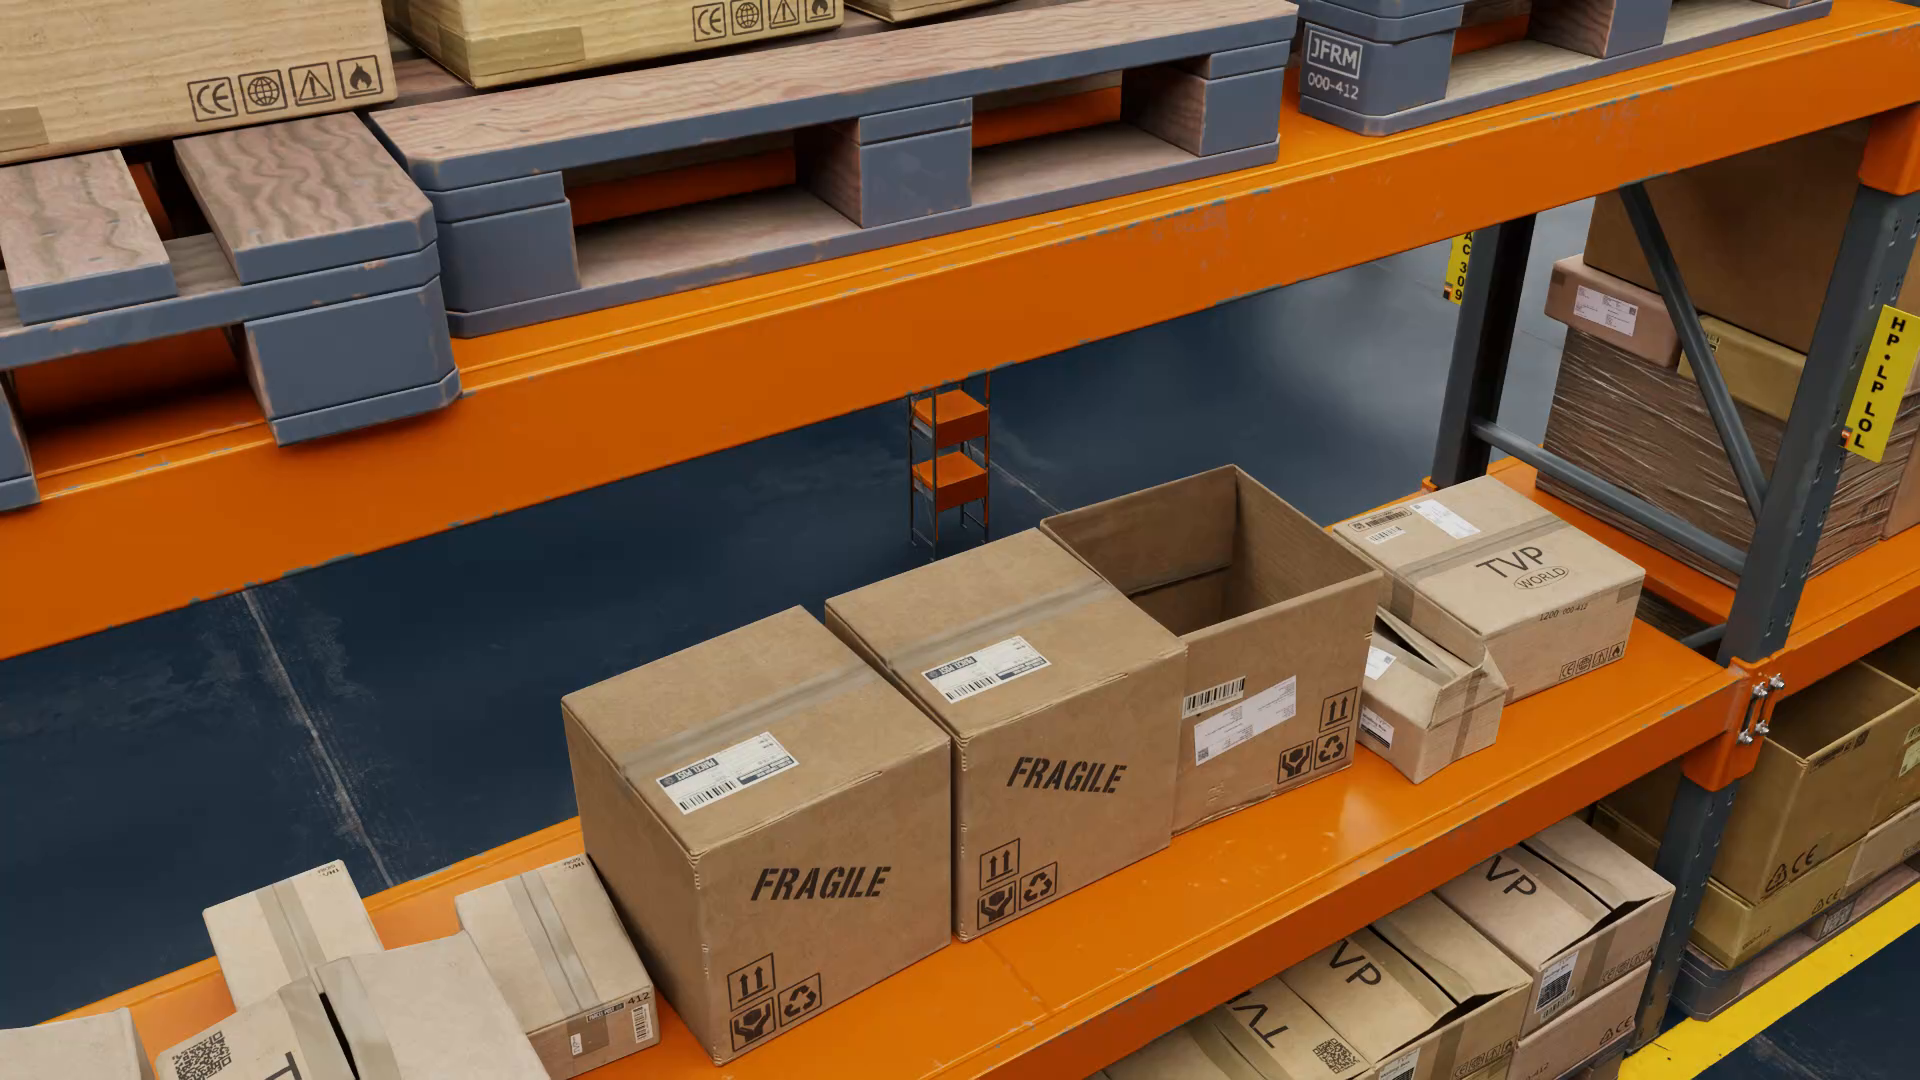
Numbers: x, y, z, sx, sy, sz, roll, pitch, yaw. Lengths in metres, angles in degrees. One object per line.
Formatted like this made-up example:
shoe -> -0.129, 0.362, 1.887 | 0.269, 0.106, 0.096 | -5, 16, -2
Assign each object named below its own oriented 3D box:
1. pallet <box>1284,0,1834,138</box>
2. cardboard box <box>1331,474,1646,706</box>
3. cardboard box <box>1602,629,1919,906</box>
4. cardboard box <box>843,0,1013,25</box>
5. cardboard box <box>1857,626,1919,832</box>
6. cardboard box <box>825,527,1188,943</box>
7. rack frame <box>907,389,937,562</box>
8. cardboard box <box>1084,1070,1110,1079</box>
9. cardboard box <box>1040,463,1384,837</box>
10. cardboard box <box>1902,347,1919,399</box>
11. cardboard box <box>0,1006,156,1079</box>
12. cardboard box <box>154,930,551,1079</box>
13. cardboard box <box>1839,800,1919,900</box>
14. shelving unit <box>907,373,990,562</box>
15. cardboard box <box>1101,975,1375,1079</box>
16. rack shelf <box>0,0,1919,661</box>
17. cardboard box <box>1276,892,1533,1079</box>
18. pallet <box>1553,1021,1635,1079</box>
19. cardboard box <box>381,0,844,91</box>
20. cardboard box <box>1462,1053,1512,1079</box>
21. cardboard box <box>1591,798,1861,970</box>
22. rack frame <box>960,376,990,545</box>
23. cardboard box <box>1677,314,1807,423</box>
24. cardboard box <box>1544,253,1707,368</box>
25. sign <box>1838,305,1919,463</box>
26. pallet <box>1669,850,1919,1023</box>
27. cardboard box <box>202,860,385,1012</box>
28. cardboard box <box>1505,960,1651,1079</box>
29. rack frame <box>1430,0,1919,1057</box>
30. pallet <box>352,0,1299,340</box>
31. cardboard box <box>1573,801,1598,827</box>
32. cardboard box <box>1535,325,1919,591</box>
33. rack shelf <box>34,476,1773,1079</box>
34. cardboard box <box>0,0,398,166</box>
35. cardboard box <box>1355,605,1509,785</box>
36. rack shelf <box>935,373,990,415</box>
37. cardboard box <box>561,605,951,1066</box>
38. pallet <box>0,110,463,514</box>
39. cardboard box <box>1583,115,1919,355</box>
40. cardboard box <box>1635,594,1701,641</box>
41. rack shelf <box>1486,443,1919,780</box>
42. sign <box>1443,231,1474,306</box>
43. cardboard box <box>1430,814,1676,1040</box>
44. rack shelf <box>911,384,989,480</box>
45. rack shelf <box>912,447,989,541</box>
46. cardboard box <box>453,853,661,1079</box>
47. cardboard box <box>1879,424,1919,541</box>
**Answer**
pallet -> 0.865, -1.032, 2.943 | 1.217, 0.209, 0.805 | -21, 38, -29
cardboard box -> 1.209, 0.120, 3.889 | 0.500, 0.250, 0.500 | -17, 36, -24
cardboard box -> 2.159, 0.569, 4.517 | 0.500, 0.500, 0.500 | -19, 37, -27
cardboard box -> -0.041, -0.963, 2.401 | 0.500, 0.250, 0.500 | -22, 39, -31
cardboard box -> 2.575, 0.421, 4.752 | 0.500, 0.500, 0.500 | -19, 37, -27
cardboard box -> 0.081, 0.364, 3.268 | 0.500, 0.500, 0.500 | -19, 37, -27
rack frame -> -0.148, -0.393, 6.390 | 0.008, 1.050, 0.200 | -19, 37, -27
cardboard box -> 0.135, 1.328, 3.491 | 0.500, 0.311, 0.500 | -19, 37, -28
cardboard box -> 0.502, 0.219, 3.497 | 0.500, 0.500, 0.500 | -16, 36, -24
cardboard box -> 2.141, -0.485, 4.006 | 0.250, 0.149, 0.380 | -18, 37, -27
cardboard box -> -1.433, 1.003, 2.432 | 0.500, 0.311, 0.500 | -17, 36, -24
cardboard box -> -0.906, 0.917, 2.568 | 0.500, 0.311, 0.500 | -19, 37, -28
cardboard box -> 2.576, 0.740, 4.950 | 0.500, 0.250, 0.500 | -19, 37, -27
shelving unit -> -0.045, -0.429, 6.445 | 0.252, 1.050, 0.215 | -19, 37, -27
cardboard box -> 0.560, 1.185, 3.718 | 0.500, 0.311, 0.500 | -19, 37, -27
rack shelf -> -0.082, -0.492, 2.581 | 4.000, 0.370, 1.077 | -19, 37, -27
cardboard box -> 0.980, 1.042, 3.945 | 0.500, 0.311, 0.500 | -18, 36, -26
pallet -> 1.001, 1.304, 4.484 | 1.213, 0.211, 1.003 | -19, 37, -27
cardboard box -> -0.494, -0.808, 2.155 | 0.500, 0.250, 0.500 | -20, 37, -28
cardboard box -> 0.982, 1.275, 4.100 | 0.500, 0.250, 0.500 | -20, 37, -28
cardboard box -> 2.153, 0.882, 4.724 | 0.500, 0.250, 0.500 | -19, 37, -27
rack frame -> 0.058, -0.464, 6.501 | 0.008, 1.050, 0.200 | -19, 37, -27
cardboard box -> 1.930, -0.413, 3.891 | 0.250, 0.149, 0.380 | -19, 37, -27
cardboard box -> 1.712, -0.597, 4.183 | 0.250, 0.149, 0.380 | -19, 37, -27
sign -> 1.902, -0.321, 3.436 | 0.005, 0.325, 0.100 | -19, 37, -27
pallet -> 2.290, 0.863, 5.184 | 1.213, 0.211, 1.003 | -19, 37, -27
cardboard box -> -1.156, 0.773, 2.948 | 0.250, 0.149, 0.380 | -19, 37, -27
cardboard box -> 1.408, 1.130, 4.331 | 0.500, 0.250, 0.500 | -19, 37, -28
rack frame -> 1.599, -0.105, 4.106 | 0.127, 3.000, 1.000 | -19, 37, -27
pallet -> -0.302, -0.699, 2.412 | 1.213, 0.211, 1.003 | -17, 36, -25
cardboard box -> 1.871, 0.648, 5.095 | 0.500, 0.250, 0.500 | -19, 37, -27
cardboard box -> 1.969, -0.279, 4.287 | 0.500, 0.500, 0.700 | -20, 37, -28
rack shelf -> -0.082, 0.777, 3.381 | 4.000, 0.370, 1.077 | -19, 37, -27
cardboard box -> -0.981, -0.648, 1.901 | 0.500, 0.250, 0.500 | -18, 36, -26
cardboard box -> 0.960, 0.288, 3.608 | 0.258, 0.266, 0.396 | -20, 37, -28
rack shelf -> -0.045, -0.660, 6.300 | 0.240, 0.259, 0.215 | -19, 37, -27
cardboard box -> -0.361, 0.516, 3.026 | 0.500, 0.500, 0.500 | -21, 38, -30
pallet -> -1.241, -0.374, 1.897 | 1.003, 0.211, 1.213 | -17, 36, -25
cardboard box -> 1.969, -0.827, 3.941 | 0.500, 0.500, 0.700 | -19, 37, -27
cardboard box -> 2.297, 0.191, 5.116 | 0.500, 0.500, 0.500 | -19, 37, -27
rack shelf -> 3.280, -0.379, 5.214 | 4.000, 0.370, 1.077 | -19, 37, -27
sign -> 1.297, -0.753, 4.247 | 0.005, 0.325, 0.100 | -19, 37, -27
cardboard box -> 1.414, 0.888, 4.188 | 0.500, 0.311, 0.500 | -19, 37, -27
rack shelf -> -0.045, -0.420, 6.451 | 0.240, 0.259, 0.215 | -19, 37, -27
rack shelf -> -0.045, -0.185, 6.599 | 0.240, 0.259, 0.215 | -19, 37, -27
cardboard box -> -0.721, 0.763, 2.964 | 0.250, 0.149, 0.380 | -16, 36, -24
cardboard box -> 2.409, -0.434, 4.533 | 0.500, 0.500, 0.700 | -19, 37, -28
